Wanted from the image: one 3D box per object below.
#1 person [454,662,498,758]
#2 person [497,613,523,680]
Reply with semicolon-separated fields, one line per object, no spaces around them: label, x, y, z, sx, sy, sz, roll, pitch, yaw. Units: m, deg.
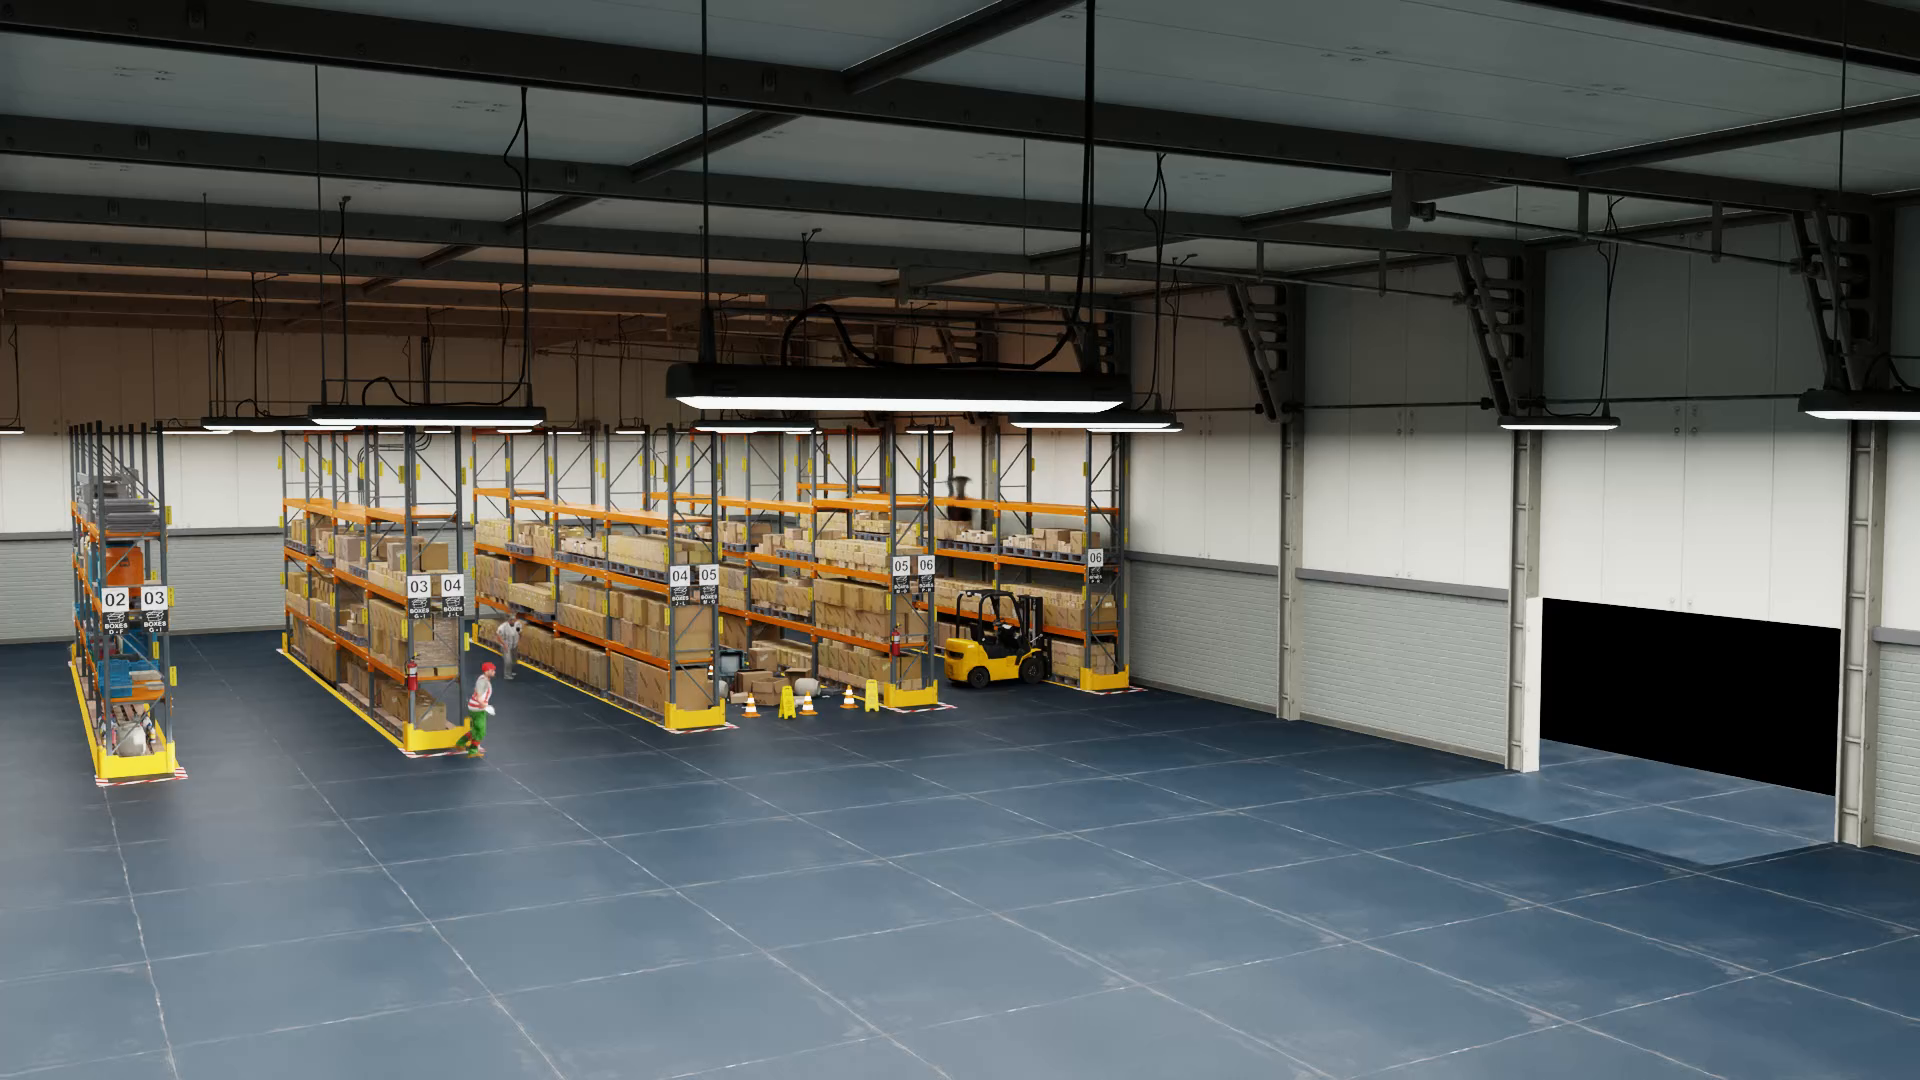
person;-8.645;3.033;29.686;0.792;1.714;0.640;-1;4;-10
person;-10.657;2.497;39.310;0.892;1.599;0.711;3;5;43
